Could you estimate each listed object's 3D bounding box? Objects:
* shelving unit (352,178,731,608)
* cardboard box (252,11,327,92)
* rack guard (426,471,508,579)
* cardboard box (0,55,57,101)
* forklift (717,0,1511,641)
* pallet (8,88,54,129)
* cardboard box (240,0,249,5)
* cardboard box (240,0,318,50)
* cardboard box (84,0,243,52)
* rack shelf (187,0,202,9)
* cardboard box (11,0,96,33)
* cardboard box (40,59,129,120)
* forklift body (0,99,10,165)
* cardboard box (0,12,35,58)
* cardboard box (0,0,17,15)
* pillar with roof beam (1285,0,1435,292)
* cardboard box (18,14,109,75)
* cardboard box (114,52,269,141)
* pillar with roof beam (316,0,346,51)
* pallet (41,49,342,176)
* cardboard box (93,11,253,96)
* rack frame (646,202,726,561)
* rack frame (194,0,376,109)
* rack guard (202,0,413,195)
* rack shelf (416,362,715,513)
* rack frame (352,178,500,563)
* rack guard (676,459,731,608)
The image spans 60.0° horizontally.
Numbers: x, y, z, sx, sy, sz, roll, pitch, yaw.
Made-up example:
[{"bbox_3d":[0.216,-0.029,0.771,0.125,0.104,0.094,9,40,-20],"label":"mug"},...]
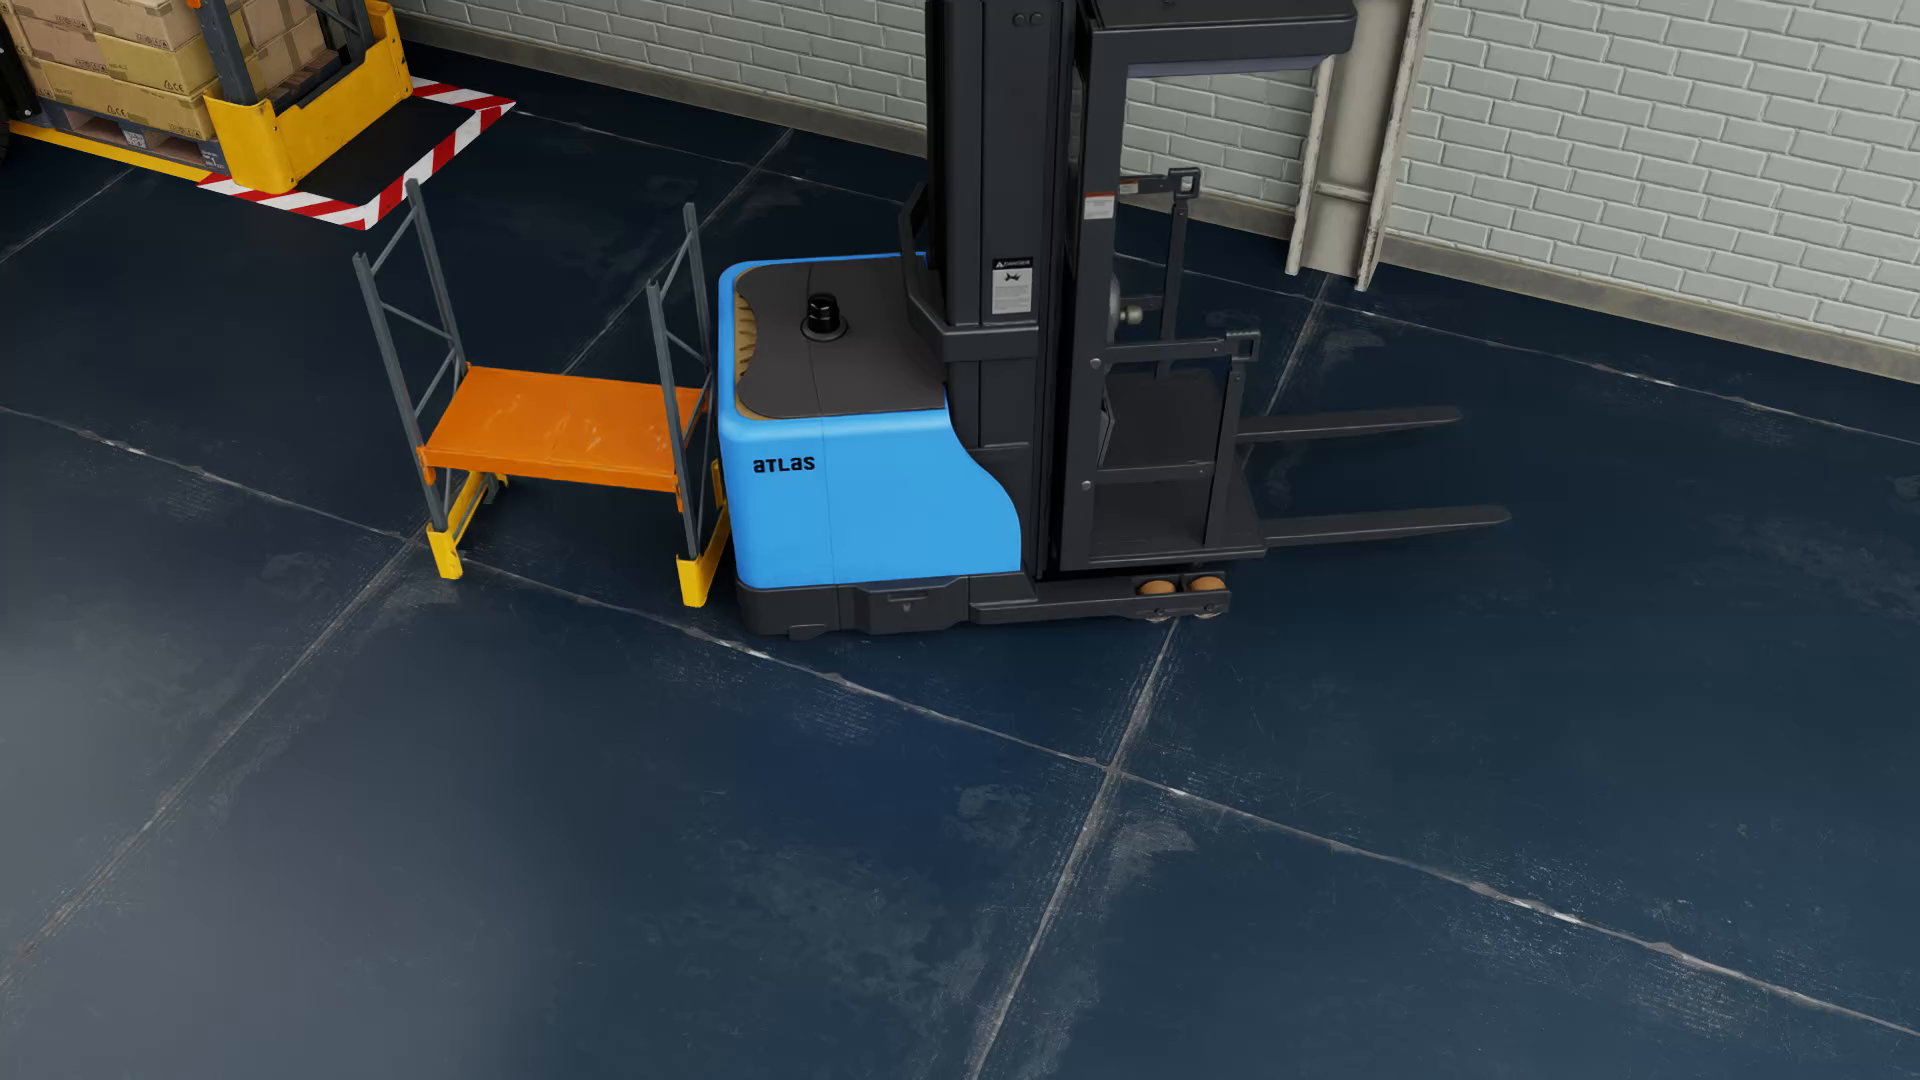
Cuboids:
[{"bbox_3d":[-1.491,-0.528,6.218,1.083,1.500,0.587,6,45,6],"label":"shelving unit"},{"bbox_3d":[-3.807,-2.690,8.979,0.500,0.250,0.500,17,47,16],"label":"cardboard box"},{"bbox_3d":[-1.983,-0.139,6.713,0.087,0.250,0.587,6,45,6],"label":"rack guard"},{"bbox_3d":[-4.898,-2.634,8.923,0.500,0.250,0.500,17,47,16],"label":"cardboard box"},{"bbox_3d":[0.625,-1.094,5.772,3.031,2.935,1.130,-4,45,-4],"label":"forklift"},{"bbox_3d":[-5.273,-2.779,9.394,1.213,0.211,1.003,16,47,16],"label":"pallet"},{"bbox_3d":[-3.800,-3.038,8.619,0.500,0.250,0.500,16,47,15],"label":"cardboard box"},{"bbox_3d":[-3.783,-2.869,8.805,0.500,0.250,0.500,17,47,17],"label":"cardboard box"},{"bbox_3d":[-3.974,-2.706,8.286,0.500,0.250,0.500,18,48,17],"label":"cardboard box"},{"bbox_3d":[-5.275,-3.543,8.695,4.000,0.370,1.077,16,47,16],"label":"rack shelf"},{"bbox_3d":[-4.448,-2.841,8.421,0.500,0.250,0.500,17,47,17],"label":"cardboard box"},{"bbox_3d":[-4.440,-2.492,8.780,0.500,0.250,0.500,16,47,16],"label":"cardboard box"},{"bbox_3d":[-5.882,-2.282,7.518,1.214,2.155,2.313,16,47,16],"label":"forklift body"},{"bbox_3d":[-4.942,-2.805,8.740,0.500,0.250,0.500,15,47,15],"label":"cardboard box"},{"bbox_3d":[-4.917,-2.971,8.552,0.500,0.250,0.500,17,47,16],"label":"cardboard box"},{"bbox_3d":[0.155,-1.726,2.105,0.400,9.000,9.100,16,47,16],"label":"pillar with roof beam"},{"bbox_3d":[-4.458,-2.678,8.613,0.500,0.250,0.500,16,47,15],"label":"cardboard box"},{"bbox_3d":[-3.985,-2.351,8.638,0.500,0.250,0.500,17,47,16],"label":"cardboard box"},{"bbox_3d":[-5.382,-3.355,3.742,0.400,9.000,9.100,16,47,16],"label":"pillar with roof beam"},{"bbox_3d":[-4.151,-2.447,9.060,1.213,0.211,1.003,16,47,16],"label":"pallet"},{"bbox_3d":[-3.999,-2.535,8.469,0.500,0.250,0.500,16,47,15],"label":"cardboard box"},{"bbox_3d":[-0.979,-0.472,6.161,0.032,1.500,0.500,6,45,6],"label":"rack frame"},{"bbox_3d":[-3.429,-3.255,7.895,0.127,3.000,1.000,16,47,16],"label":"rack frame"},{"bbox_3d":[-3.407,-2.363,8.770,0.348,0.500,1.175,16,47,16],"label":"rack guard"},{"bbox_3d":[-1.482,-0.400,6.344,1.000,0.185,0.538,6,45,6],"label":"rack shelf"},{"bbox_3d":[-1.984,-0.582,6.272,0.032,1.500,0.500,6,45,6],"label":"rack frame"},{"bbox_3d":[-0.999,-0.031,6.604,0.087,0.250,0.587,6,45,6],"label":"rack guard"}]
